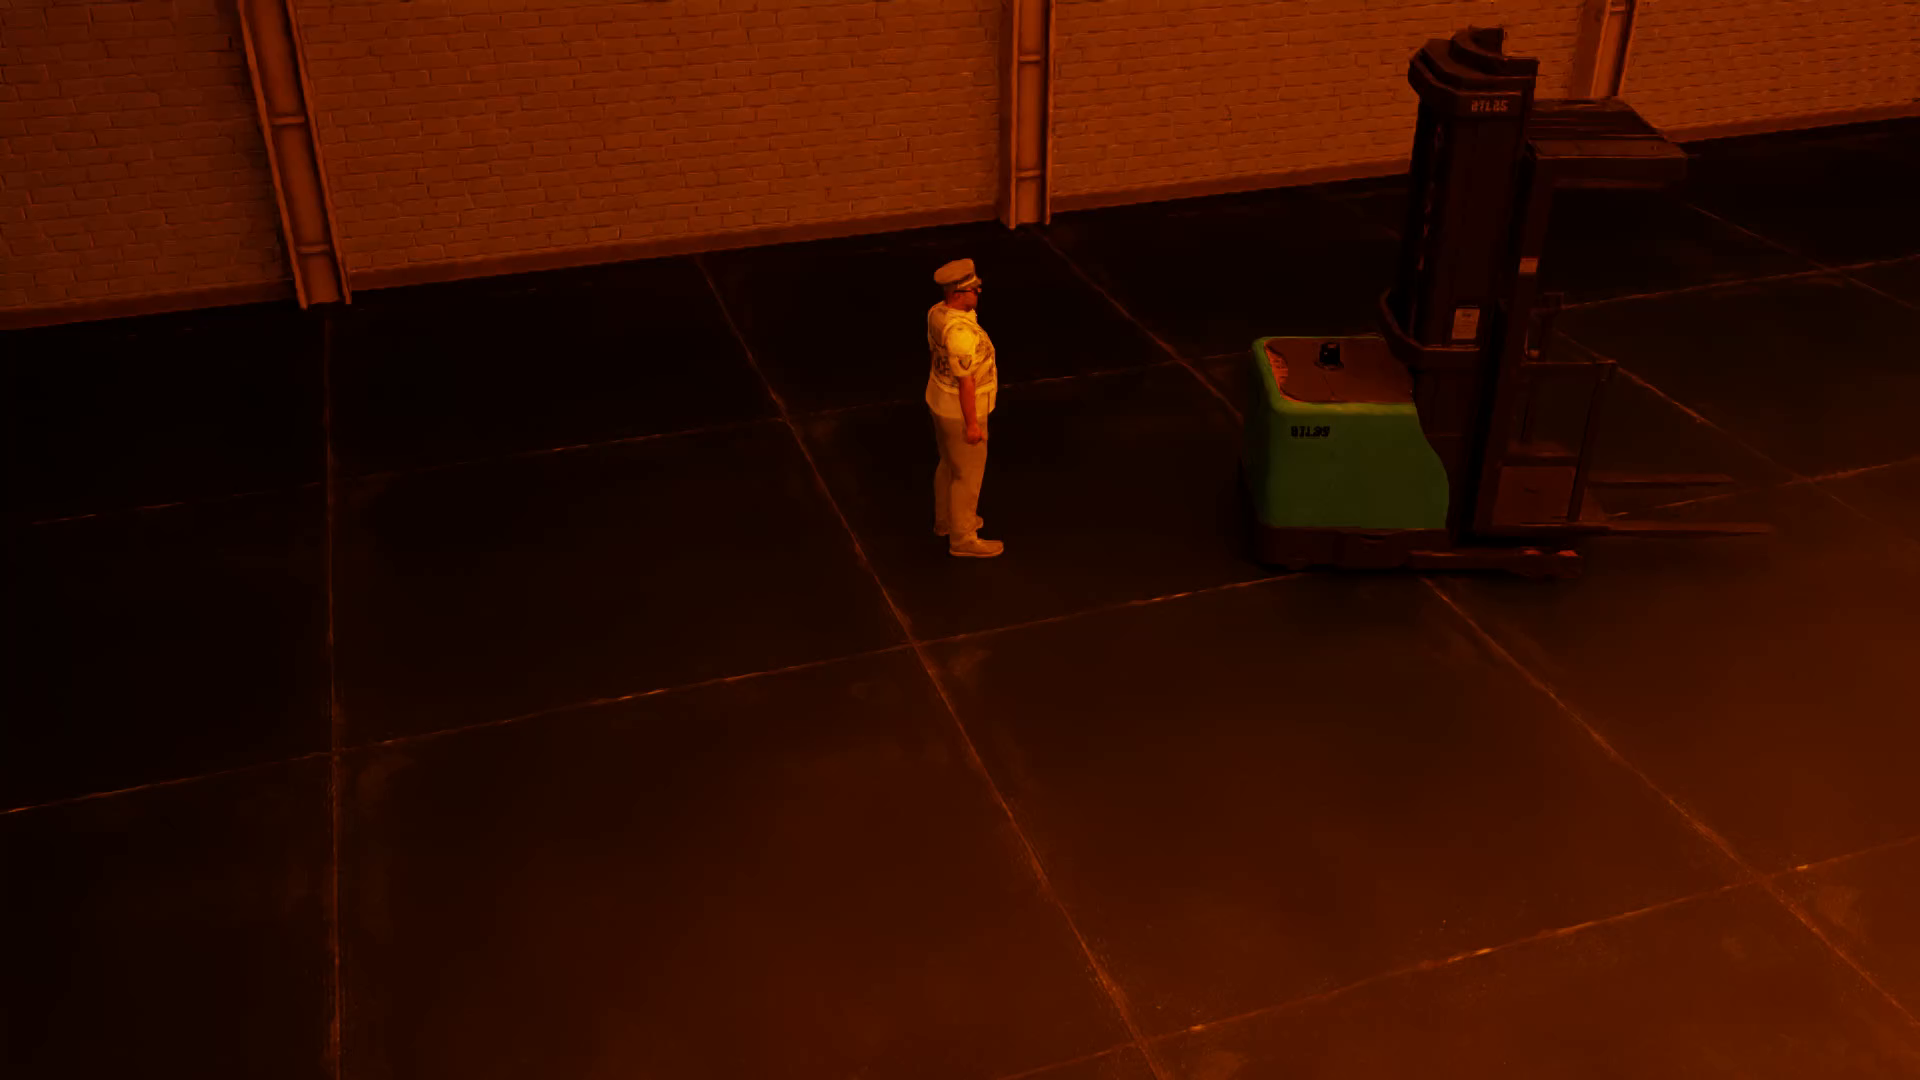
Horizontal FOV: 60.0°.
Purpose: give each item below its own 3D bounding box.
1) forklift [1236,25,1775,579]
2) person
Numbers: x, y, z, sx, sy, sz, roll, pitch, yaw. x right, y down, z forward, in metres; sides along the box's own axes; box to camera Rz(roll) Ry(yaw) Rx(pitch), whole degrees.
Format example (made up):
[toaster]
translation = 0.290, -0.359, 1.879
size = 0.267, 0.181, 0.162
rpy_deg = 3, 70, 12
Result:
[forklift]
translation = 3.240, -1.315, 9.373
size = 3.031, 2.935, 1.130
rpy_deg = 1, 30, 1
[person]
translation = 0.015, -0.770, 9.589
size = 0.396, 1.773, 0.523
rpy_deg = -10, 31, -16
